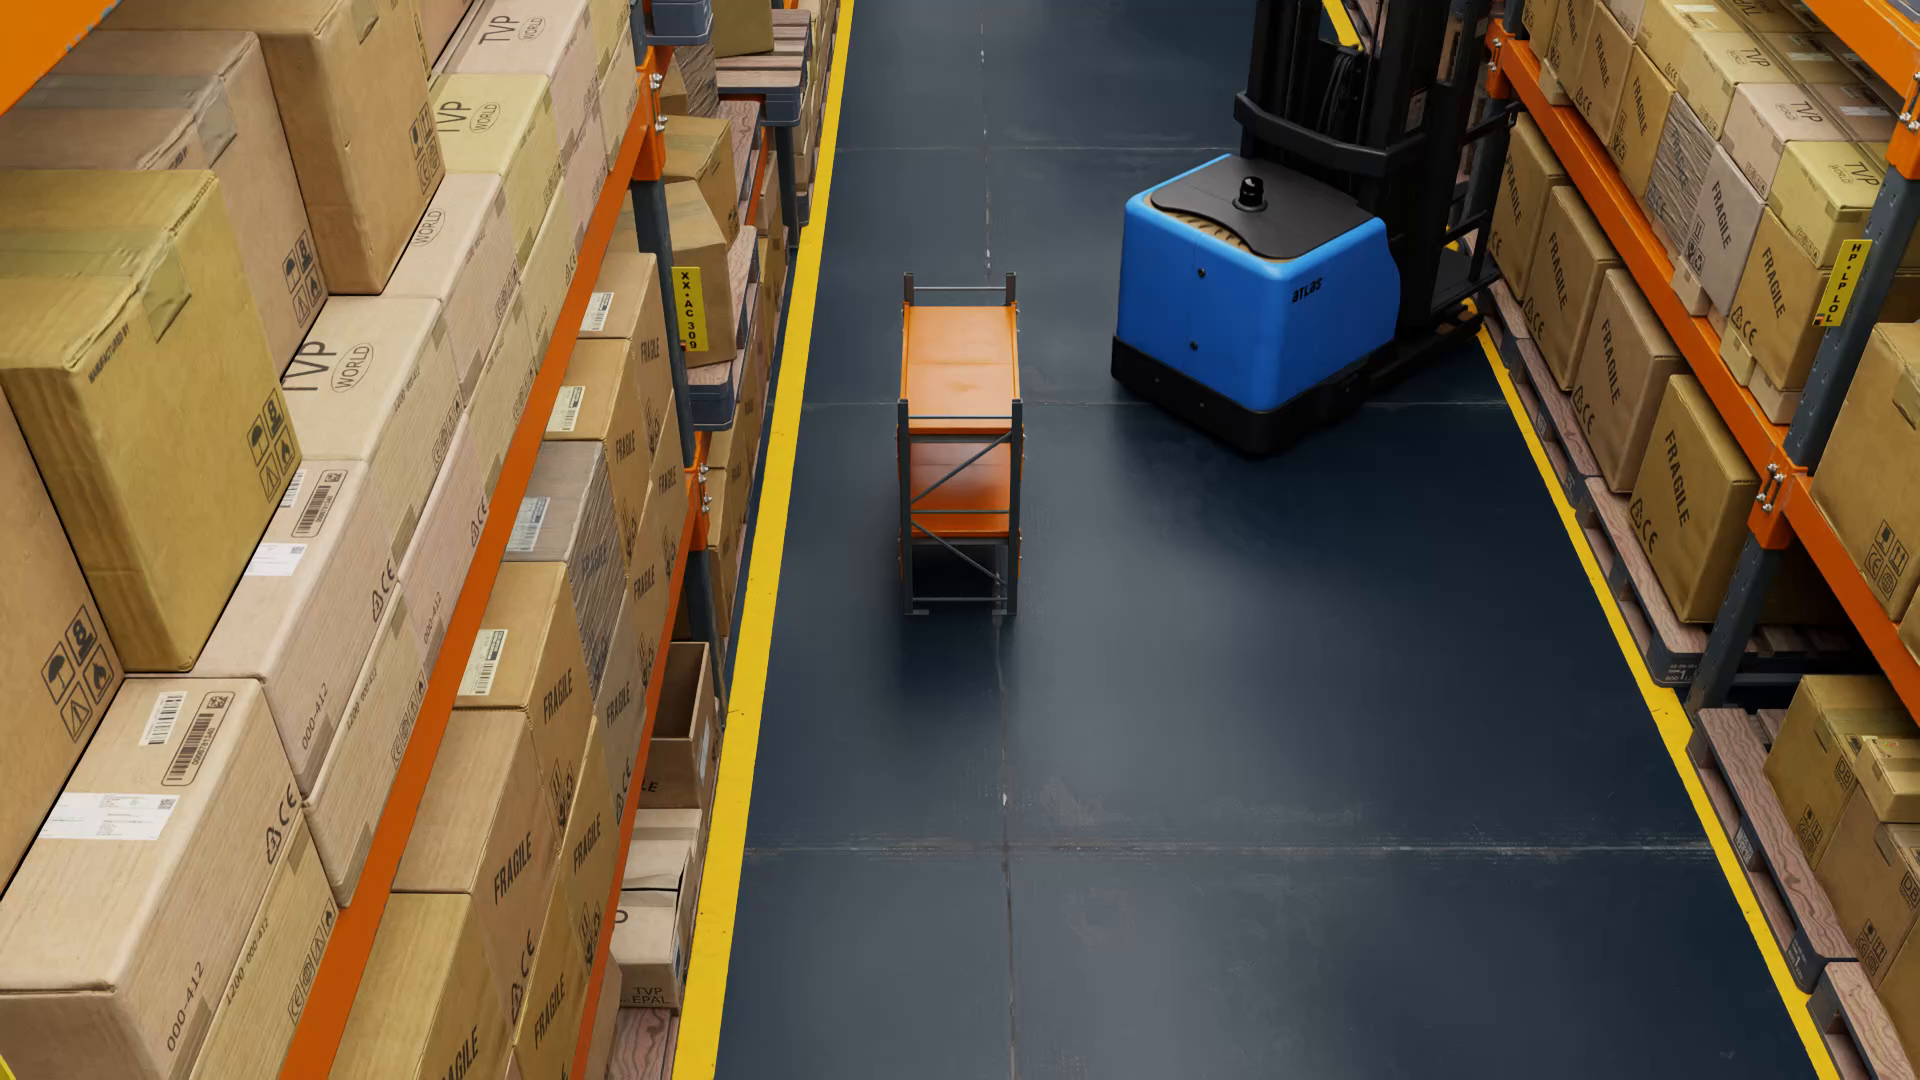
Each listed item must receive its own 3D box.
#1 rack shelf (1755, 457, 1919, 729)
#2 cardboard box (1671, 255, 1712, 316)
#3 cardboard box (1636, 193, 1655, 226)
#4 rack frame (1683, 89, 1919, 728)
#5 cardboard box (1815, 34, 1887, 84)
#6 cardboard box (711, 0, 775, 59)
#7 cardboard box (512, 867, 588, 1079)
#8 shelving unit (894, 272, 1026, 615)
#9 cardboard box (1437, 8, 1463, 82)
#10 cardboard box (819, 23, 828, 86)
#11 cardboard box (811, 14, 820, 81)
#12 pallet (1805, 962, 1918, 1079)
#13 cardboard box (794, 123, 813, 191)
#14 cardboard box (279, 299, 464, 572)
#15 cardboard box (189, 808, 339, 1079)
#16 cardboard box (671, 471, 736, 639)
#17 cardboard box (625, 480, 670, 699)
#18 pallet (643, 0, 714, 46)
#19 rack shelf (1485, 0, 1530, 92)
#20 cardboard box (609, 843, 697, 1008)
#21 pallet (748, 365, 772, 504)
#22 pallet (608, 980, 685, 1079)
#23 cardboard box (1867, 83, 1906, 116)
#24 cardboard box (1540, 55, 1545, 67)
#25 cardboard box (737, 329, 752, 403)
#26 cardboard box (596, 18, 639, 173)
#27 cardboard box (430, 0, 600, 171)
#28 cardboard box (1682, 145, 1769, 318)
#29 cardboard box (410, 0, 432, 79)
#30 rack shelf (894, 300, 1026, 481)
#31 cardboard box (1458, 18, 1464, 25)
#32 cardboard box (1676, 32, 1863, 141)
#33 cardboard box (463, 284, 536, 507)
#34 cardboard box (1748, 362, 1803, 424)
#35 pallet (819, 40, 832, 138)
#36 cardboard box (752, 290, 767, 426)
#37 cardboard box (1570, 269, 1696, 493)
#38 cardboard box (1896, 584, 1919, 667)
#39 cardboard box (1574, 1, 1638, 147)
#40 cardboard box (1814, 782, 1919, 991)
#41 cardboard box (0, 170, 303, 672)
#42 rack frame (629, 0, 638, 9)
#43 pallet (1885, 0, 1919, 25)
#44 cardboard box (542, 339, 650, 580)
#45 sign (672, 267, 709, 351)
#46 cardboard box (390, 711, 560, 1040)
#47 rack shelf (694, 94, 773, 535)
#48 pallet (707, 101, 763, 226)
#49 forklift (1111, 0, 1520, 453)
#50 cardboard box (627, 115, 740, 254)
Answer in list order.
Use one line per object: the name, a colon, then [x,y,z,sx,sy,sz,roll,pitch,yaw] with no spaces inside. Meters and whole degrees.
rack shelf: [3.497,1.089,4.568,1.077,0.370,4.000,0,39,0]
cardboard box: [3.173,-1.048,6.844,0.380,0.149,0.250,0,39,0]
cardboard box: [3.264,-1.524,7.438,0.380,0.149,0.250,1,39,1]
rack frame: [3.494,-0.442,5.903,1.000,3.000,0.127,0,39,0]
cardboard box: [3.741,-1.826,6.697,0.500,0.250,0.500,-1,39,-2]
cardboard box: [-1.351,-2.747,8.363,0.700,0.500,0.500,-12,40,-15]
cardboard box: [-1.195,1.112,3.884,0.500,0.500,0.500,0,39,0]
shelving unit: [0.000,-0.435,7.393,0.538,1.125,1.048,0,39,0]
cardboard box: [3.523,-3.223,11.020,0.700,0.500,0.500,0,39,0]
cardboard box: [-1.179,-3.317,11.353,0.500,0.250,0.500,1,39,1]
cardboard box: [-1.178,-3.223,10.787,0.500,0.311,0.500,-1,39,-1]
pallet: [3.421,1.886,5.228,1.003,0.211,1.213,0,39,0]
cardboard box: [-1.171,-2.357,10.155,0.500,0.250,0.500,0,39,0]
cardboard box: [-1.196,-0.189,2.909,0.500,0.250,0.500,0,39,0]
cardboard box: [-1.201,0.631,2.285,0.500,0.250,0.500,0,39,0]
cardboard box: [-1.216,0.065,6.918,0.500,0.500,0.500,-2,39,-2]
cardboard box: [-1.200,0.159,5.073,0.500,0.500,0.500,1,39,1]
pallet: [-1.390,-1.942,5.526,1.213,0.211,1.003,0,39,0]
rack shelf: [3.487,-3.914,10.810,1.077,0.370,4.000,0,39,0]
cardboard box: [-1.174,1.266,5.570,0.500,0.311,0.500,0,39,0]
pallet: [-1.502,-0.622,8.357,1.003,0.211,1.213,0,39,0]
pallet: [-1.455,1.846,5.278,1.003,0.211,1.213,0,39,0]
cardboard box: [3.747,-1.513,6.306,0.500,0.250,0.500,0,39,0]
cardboard box: [3.250,-2.490,8.643,0.380,0.149,0.250,0,39,1]
cardboard box: [-1.217,-0.853,7.464,0.500,0.250,0.500,0,39,0]
cardboard box: [-1.193,-1.245,4.626,0.500,0.250,0.500,0,39,0]
cardboard box: [-1.190,-1.127,4.079,0.500,0.250,0.500,0,39,0]
cardboard box: [3.231,-1.213,6.531,0.500,0.500,0.500,0,39,0]
cardboard box: [-1.555,-1.107,3.454,0.700,0.500,0.500,0,39,0]
rack shelf: [0.000,-0.663,7.210,0.538,0.278,1.000,0,39,0]
cardboard box: [3.493,-3.561,10.842,0.500,0.250,0.500,0,39,0]
cardboard box: [3.246,-1.829,6.700,0.500,0.250,0.500,1,39,1]
cardboard box: [-1.198,-0.307,3.455,0.500,0.250,0.500,0,39,0]
cardboard box: [3.211,-0.563,6.239,0.380,0.149,0.250,0,39,0]
pallet: [-1.424,-3.126,11.481,1.003,0.211,1.213,0,39,0]
cardboard box: [-1.221,-0.898,8.119,0.500,0.500,0.500,-1,39,-2]
cardboard box: [3.360,-0.730,7.645,0.750,0.750,0.750,1,39,1]
cardboard box: [3.474,0.236,4.817,0.980,0.700,0.700,-1,39,-1]
cardboard box: [3.225,-2.165,7.719,0.500,0.500,0.500,0,39,0]
cardboard box: [3.390,1.151,5.578,0.700,0.500,0.500,0,39,-1]
cardboard box: [-1.388,-0.169,2.284,0.700,0.500,0.500,0,39,0]
rack frame: [-1.459,-2.778,4.020,1.000,3.000,0.127,0,39,0]
pallet: [3.444,-2.112,5.741,0.805,0.209,1.217,-1,39,-2]
cardboard box: [-1.197,-0.229,4.758,0.500,0.500,0.500,-1,39,-1]
sign: [-0.917,-0.780,5.632,0.100,0.325,0.005,0,39,0]
cardboard box: [-1.195,0.718,3.576,0.500,0.500,0.500,0,39,1]
rack shelf: [-1.462,-1.406,7.682,1.077,0.370,4.000,0,39,0]
pallet: [-1.457,-1.647,7.560,1.003,0.211,1.213,0,39,0]
forklift: [2.220,-2.366,8.359,3.031,2.935,1.130,-30,47,-32]
cardboard box: [-1.300,-1.366,6.640,0.700,0.500,0.500,6,39,7]
